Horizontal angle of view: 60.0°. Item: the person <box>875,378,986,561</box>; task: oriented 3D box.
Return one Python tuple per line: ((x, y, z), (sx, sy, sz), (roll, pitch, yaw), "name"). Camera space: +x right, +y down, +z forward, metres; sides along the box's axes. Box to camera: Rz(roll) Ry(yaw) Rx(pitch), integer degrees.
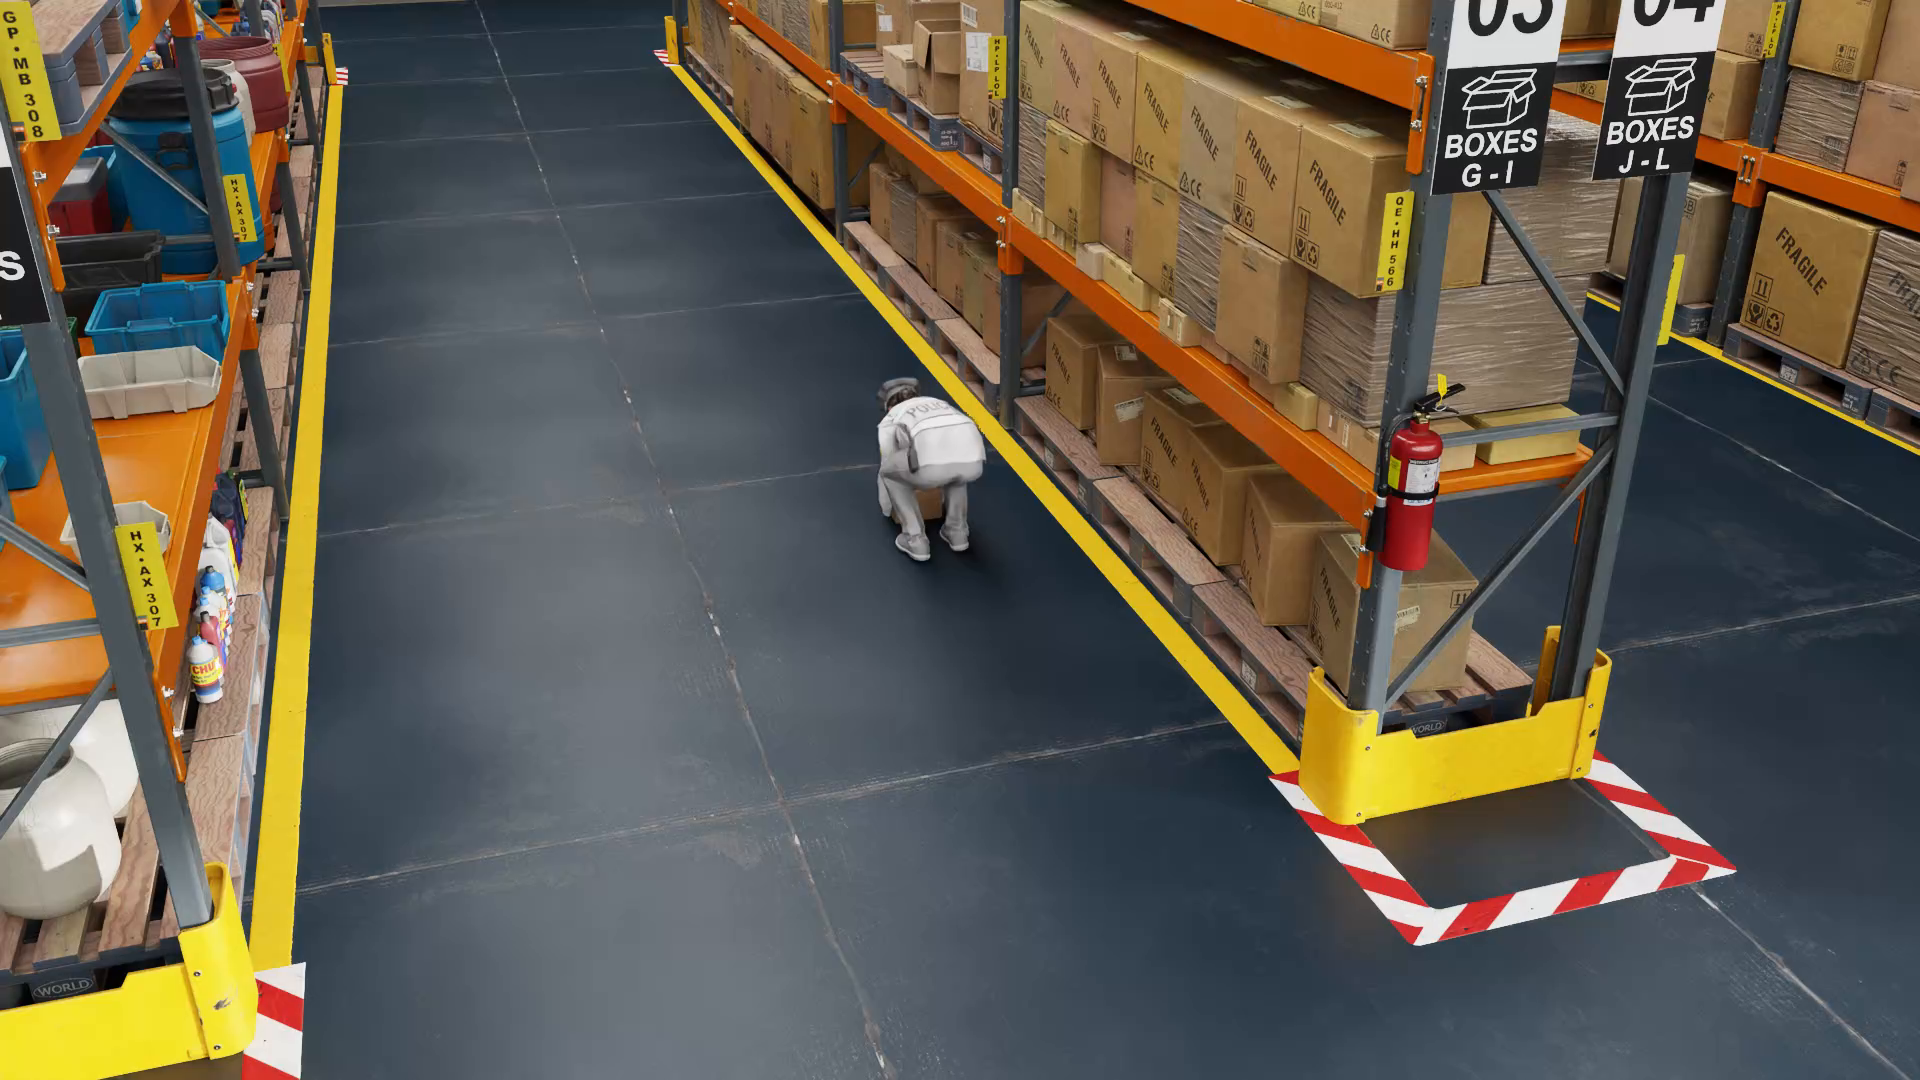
((-0.175, -0.350, 8.363), (0.453, 0.761, 0.914), (-9, 28, -17), "person")
